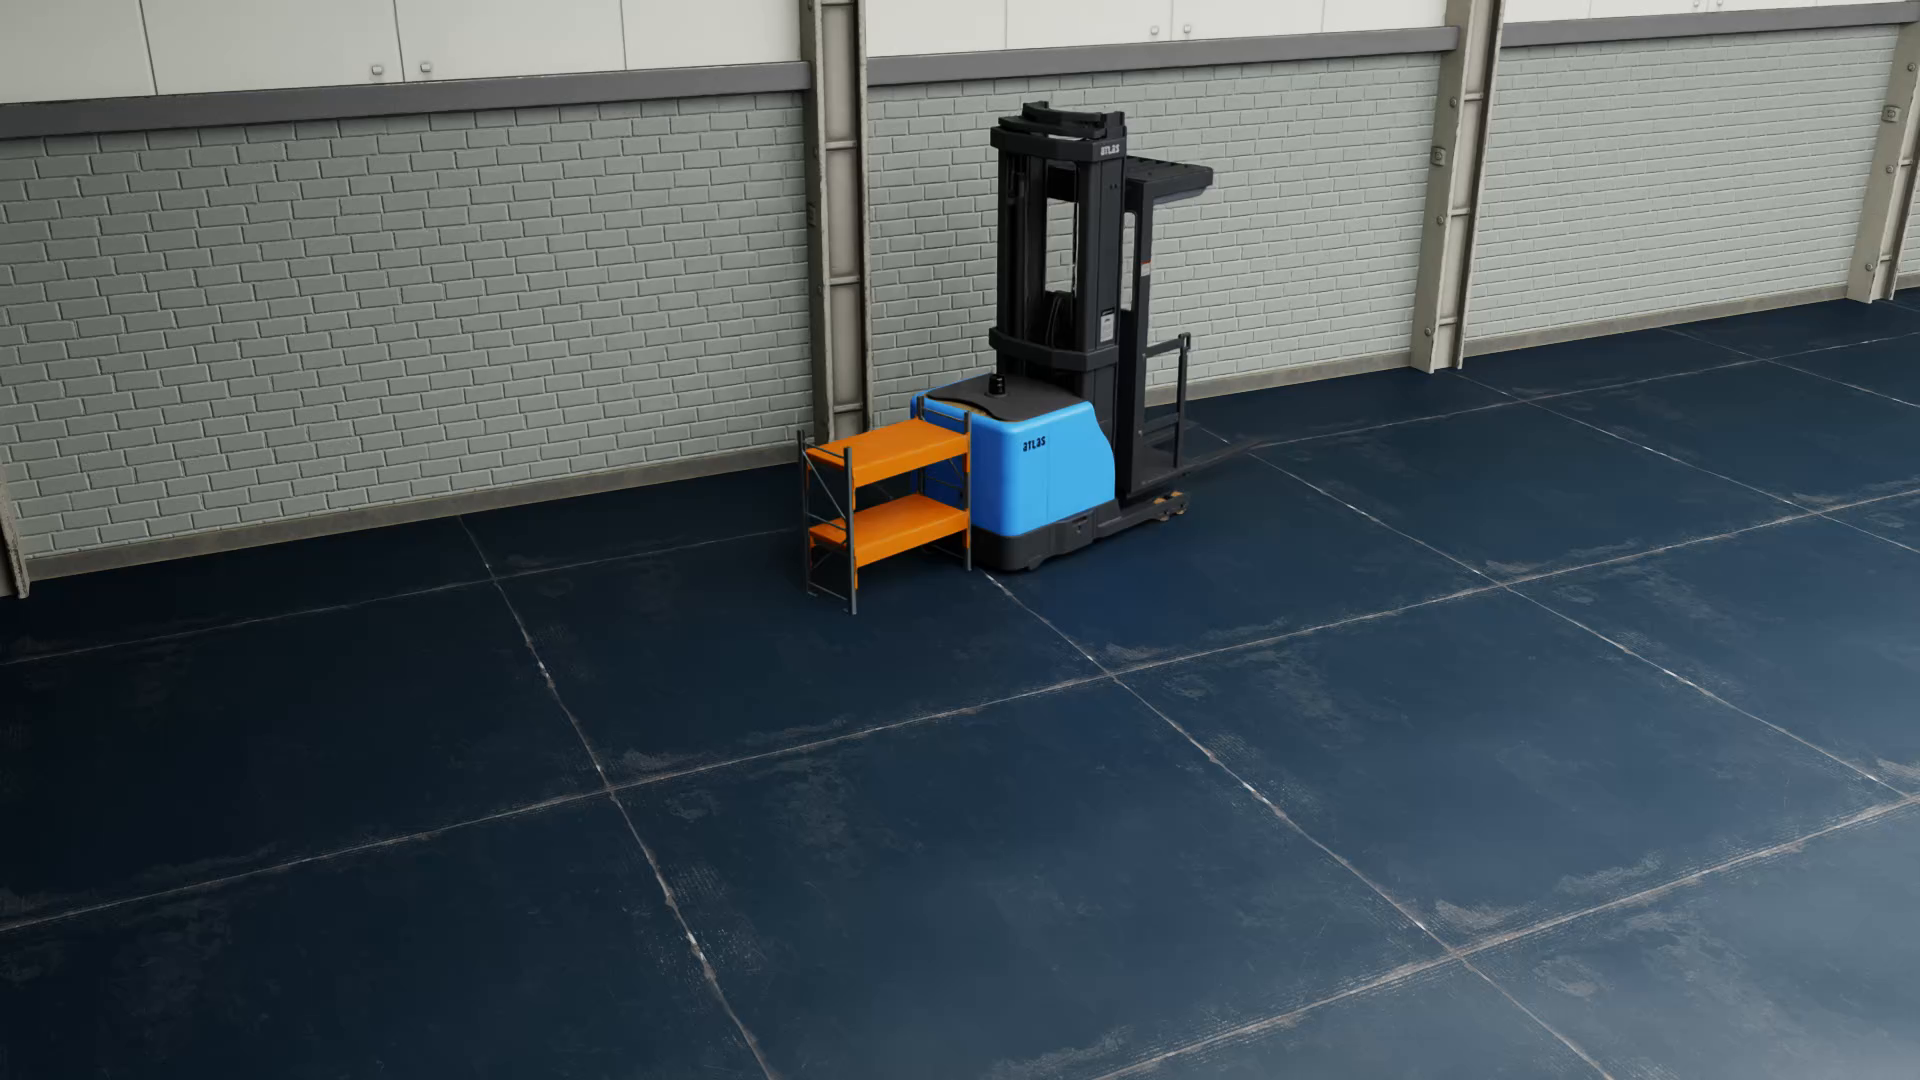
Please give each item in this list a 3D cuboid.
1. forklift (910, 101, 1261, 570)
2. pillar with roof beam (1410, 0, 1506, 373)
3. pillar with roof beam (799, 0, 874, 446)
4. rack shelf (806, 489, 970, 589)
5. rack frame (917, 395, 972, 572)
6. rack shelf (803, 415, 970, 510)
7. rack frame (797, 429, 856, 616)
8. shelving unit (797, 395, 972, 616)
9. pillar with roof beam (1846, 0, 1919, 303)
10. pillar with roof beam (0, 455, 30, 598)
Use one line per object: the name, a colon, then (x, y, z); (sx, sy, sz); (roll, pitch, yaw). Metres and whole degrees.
forklift: (1.048, -1.615, 11.820); (3.031, 2.935, 1.130); (-21, 30, -40)
pillar with roof beam: (6.353, -4.313, 10.403); (0.400, 9.000, 9.100); (-10, 25, -24)
pillar with roof beam: (0.946, -3.317, 7.998); (0.400, 9.000, 9.100); (-10, 25, -24)
rack shelf: (-0.476, -0.018, 10.962); (1.000, 0.278, 0.538); (-20, 30, -39)
rack frame: (-0.107, -0.378, 11.192); (0.032, 1.125, 0.500); (-20, 30, -39)
rack shelf: (-0.476, -0.514, 10.757); (1.000, 0.278, 0.538); (-20, 30, -39)
rack frame: (-0.845, -0.110, 10.546); (0.032, 1.125, 0.500); (-20, 30, -39)
shelving unit: (-0.476, -0.244, 10.869); (1.048, 1.125, 0.538); (-20, 30, -39)
pillar with roof beam: (11.759, -5.308, 12.807); (0.400, 9.000, 9.100); (-10, 25, -24)
pillar with roof beam: (-4.460, -2.322, 5.594); (0.400, 9.000, 9.100); (-10, 25, -24)
